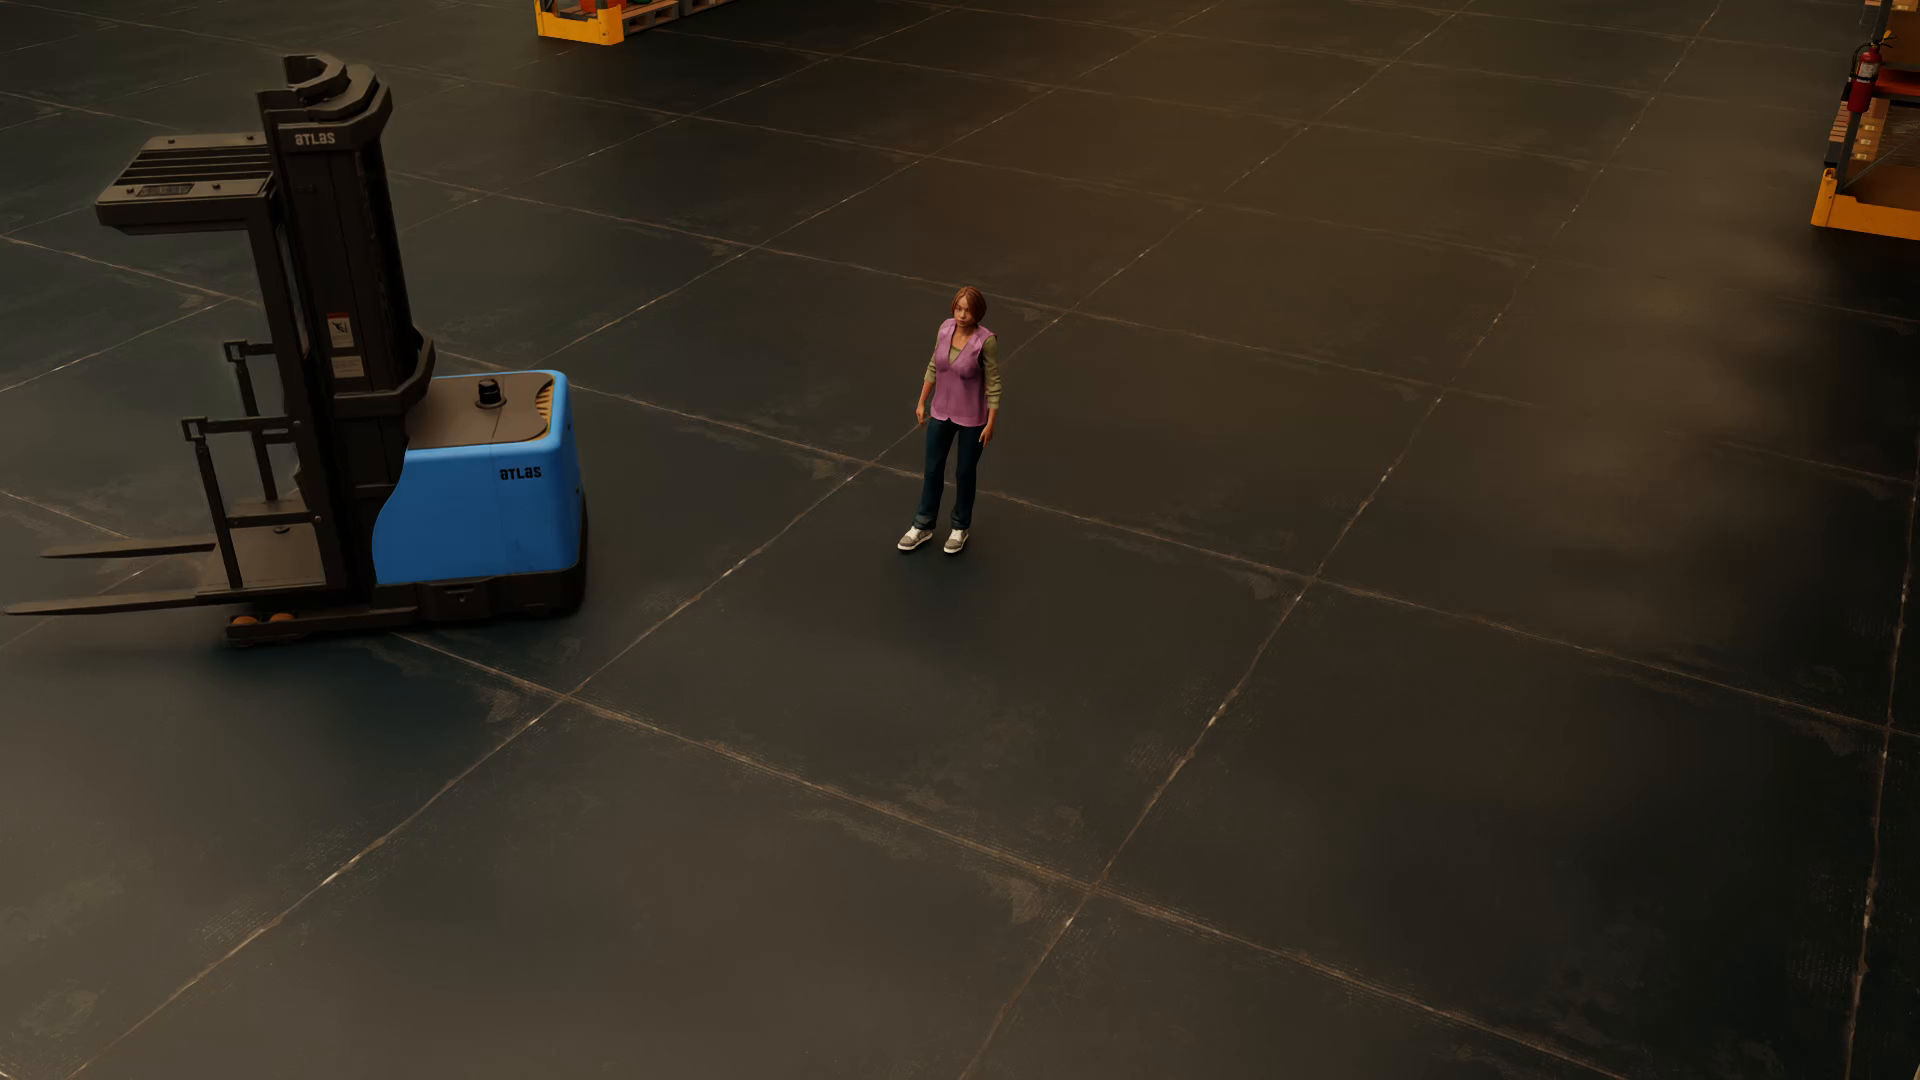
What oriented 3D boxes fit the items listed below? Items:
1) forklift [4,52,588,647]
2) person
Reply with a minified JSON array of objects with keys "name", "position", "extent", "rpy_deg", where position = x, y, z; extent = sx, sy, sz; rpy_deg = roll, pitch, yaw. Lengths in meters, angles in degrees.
[{"name":"forklift","position":[-3.668,-0.974,8.758],"extent":[3.031,2.935,1.130],"rpy_deg":[-5,30,-8]},{"name":"person","position":[-0.048,-0.668,9.549],"extent":[0.521,1.599,0.473],"rpy_deg":[15,33,25]}]
